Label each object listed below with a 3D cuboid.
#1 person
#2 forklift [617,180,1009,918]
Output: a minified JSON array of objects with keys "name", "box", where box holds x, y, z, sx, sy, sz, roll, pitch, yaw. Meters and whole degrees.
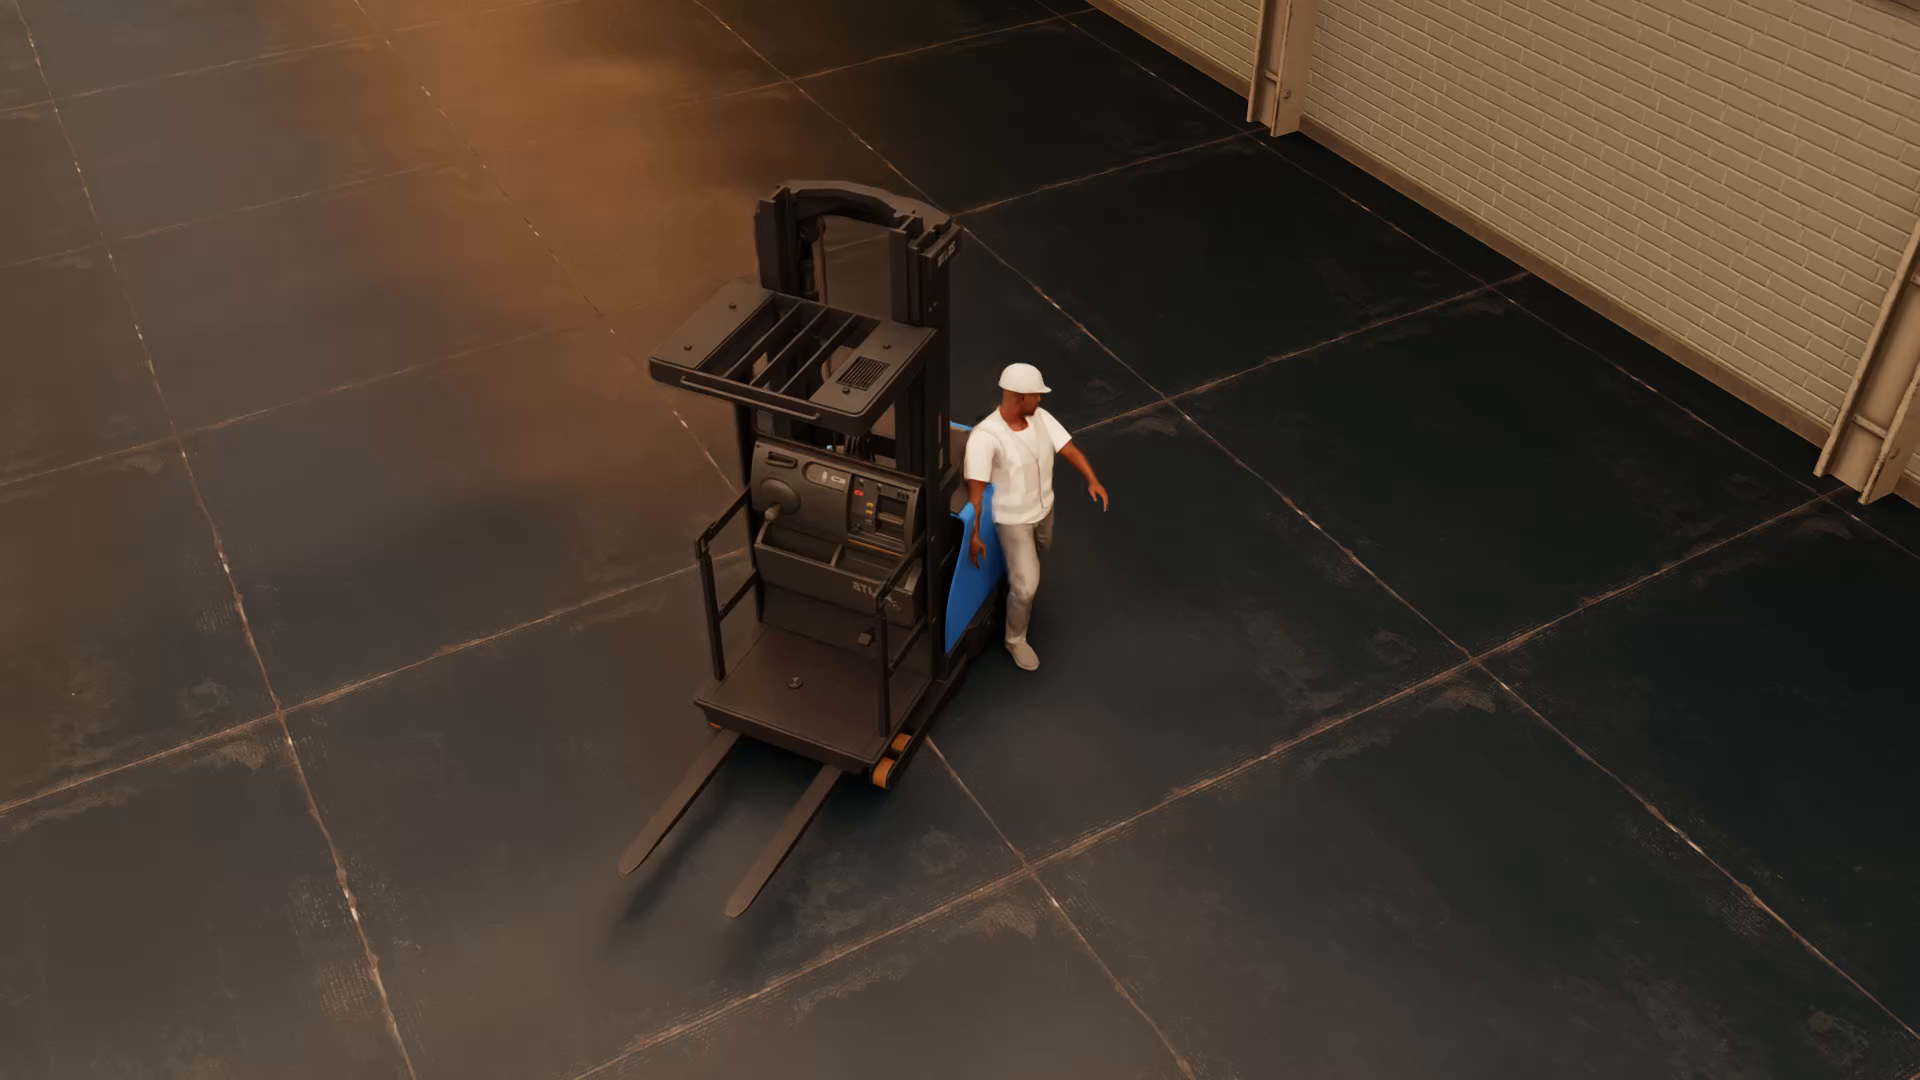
[{"name":"person","box":[0.350,-0.113,9.171,0.880,1.678,0.832,23,45,26]},{"name":"forklift","box":[-0.722,-0.140,8.205,1.130,2.935,3.031,17,42,19]}]
